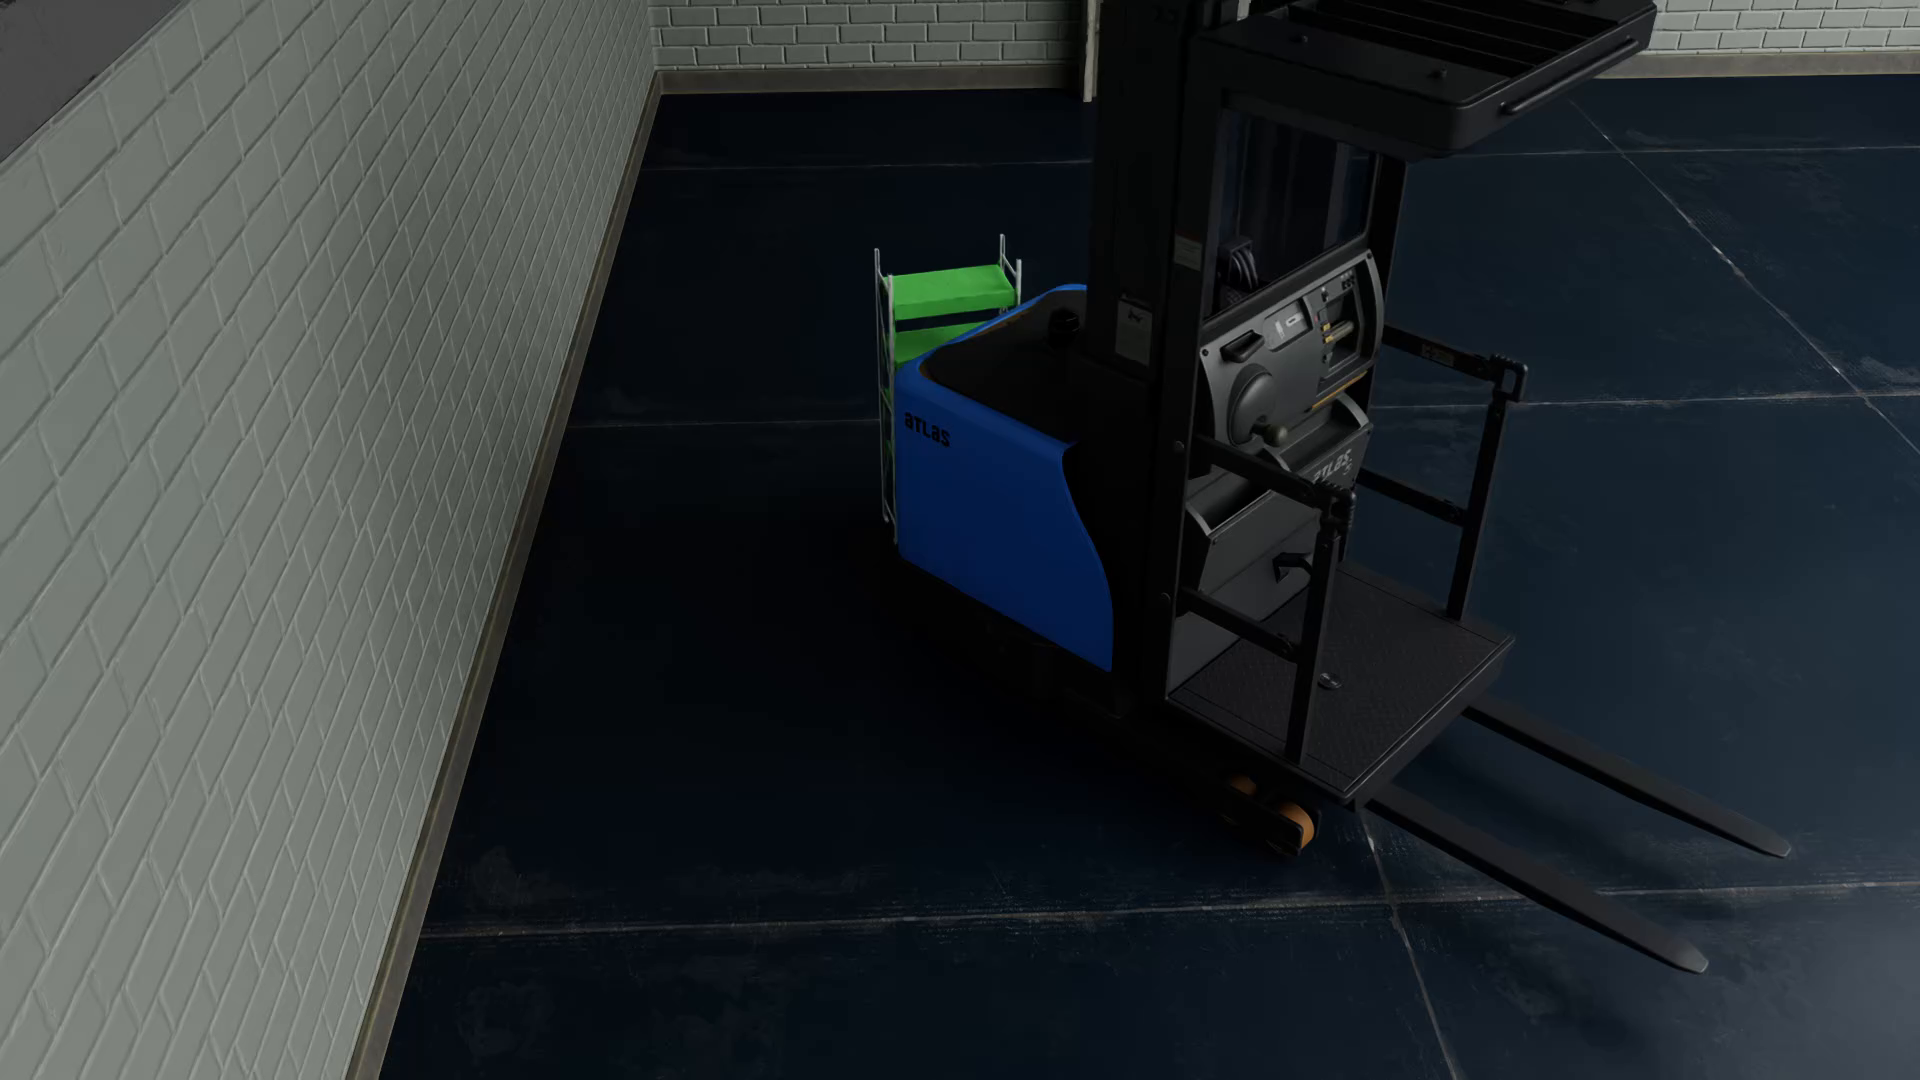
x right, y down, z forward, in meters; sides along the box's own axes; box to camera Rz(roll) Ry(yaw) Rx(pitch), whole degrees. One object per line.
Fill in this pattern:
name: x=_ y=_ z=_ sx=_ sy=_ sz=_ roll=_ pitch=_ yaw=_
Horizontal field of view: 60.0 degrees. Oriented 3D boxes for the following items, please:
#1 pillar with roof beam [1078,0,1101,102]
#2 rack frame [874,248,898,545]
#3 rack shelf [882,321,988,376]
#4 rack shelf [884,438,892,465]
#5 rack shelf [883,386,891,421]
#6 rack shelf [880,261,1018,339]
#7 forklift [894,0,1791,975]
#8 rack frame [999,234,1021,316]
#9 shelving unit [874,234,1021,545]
pillar with roof beam: x=1.199 y=-4.220 z=4.940 sx=0.400 sy=9.000 sz=9.100 roll=-2 pitch=35 yaw=-2
rack frame: x=-0.282 y=-0.531 z=6.463 sx=0.015 sy=1.200 sz=0.240 roll=-9 pitch=36 yaw=-12
rack shelf: x=-0.047 y=-0.711 z=6.414 sx=0.480 sy=0.148 sz=0.258 roll=-9 pitch=36 yaw=-12
rack shelf: x=-0.047 y=-0.317 z=6.687 sx=0.480 sy=0.148 sz=0.258 roll=-9 pitch=36 yaw=-12
rack shelf: x=-0.047 y=-0.514 z=6.551 sx=0.480 sy=0.148 sz=0.258 roll=-9 pitch=36 yaw=-12
rack shelf: x=-0.047 y=-0.909 z=6.278 sx=0.480 sy=0.148 sz=0.258 roll=-9 pitch=36 yaw=-12
forklift: x=1.176 y=-0.542 z=4.958 sx=3.031 sy=2.935 sz=1.130 roll=28 pitch=43 yaw=34
rack frame: x=0.189 y=-0.602 z=6.566 sx=0.015 sy=1.200 sz=0.240 roll=-9 pitch=36 yaw=-12
shelving unit: x=-0.047 y=-0.567 z=6.514 sx=0.503 sy=1.200 sz=0.258 roll=-9 pitch=36 yaw=-12
